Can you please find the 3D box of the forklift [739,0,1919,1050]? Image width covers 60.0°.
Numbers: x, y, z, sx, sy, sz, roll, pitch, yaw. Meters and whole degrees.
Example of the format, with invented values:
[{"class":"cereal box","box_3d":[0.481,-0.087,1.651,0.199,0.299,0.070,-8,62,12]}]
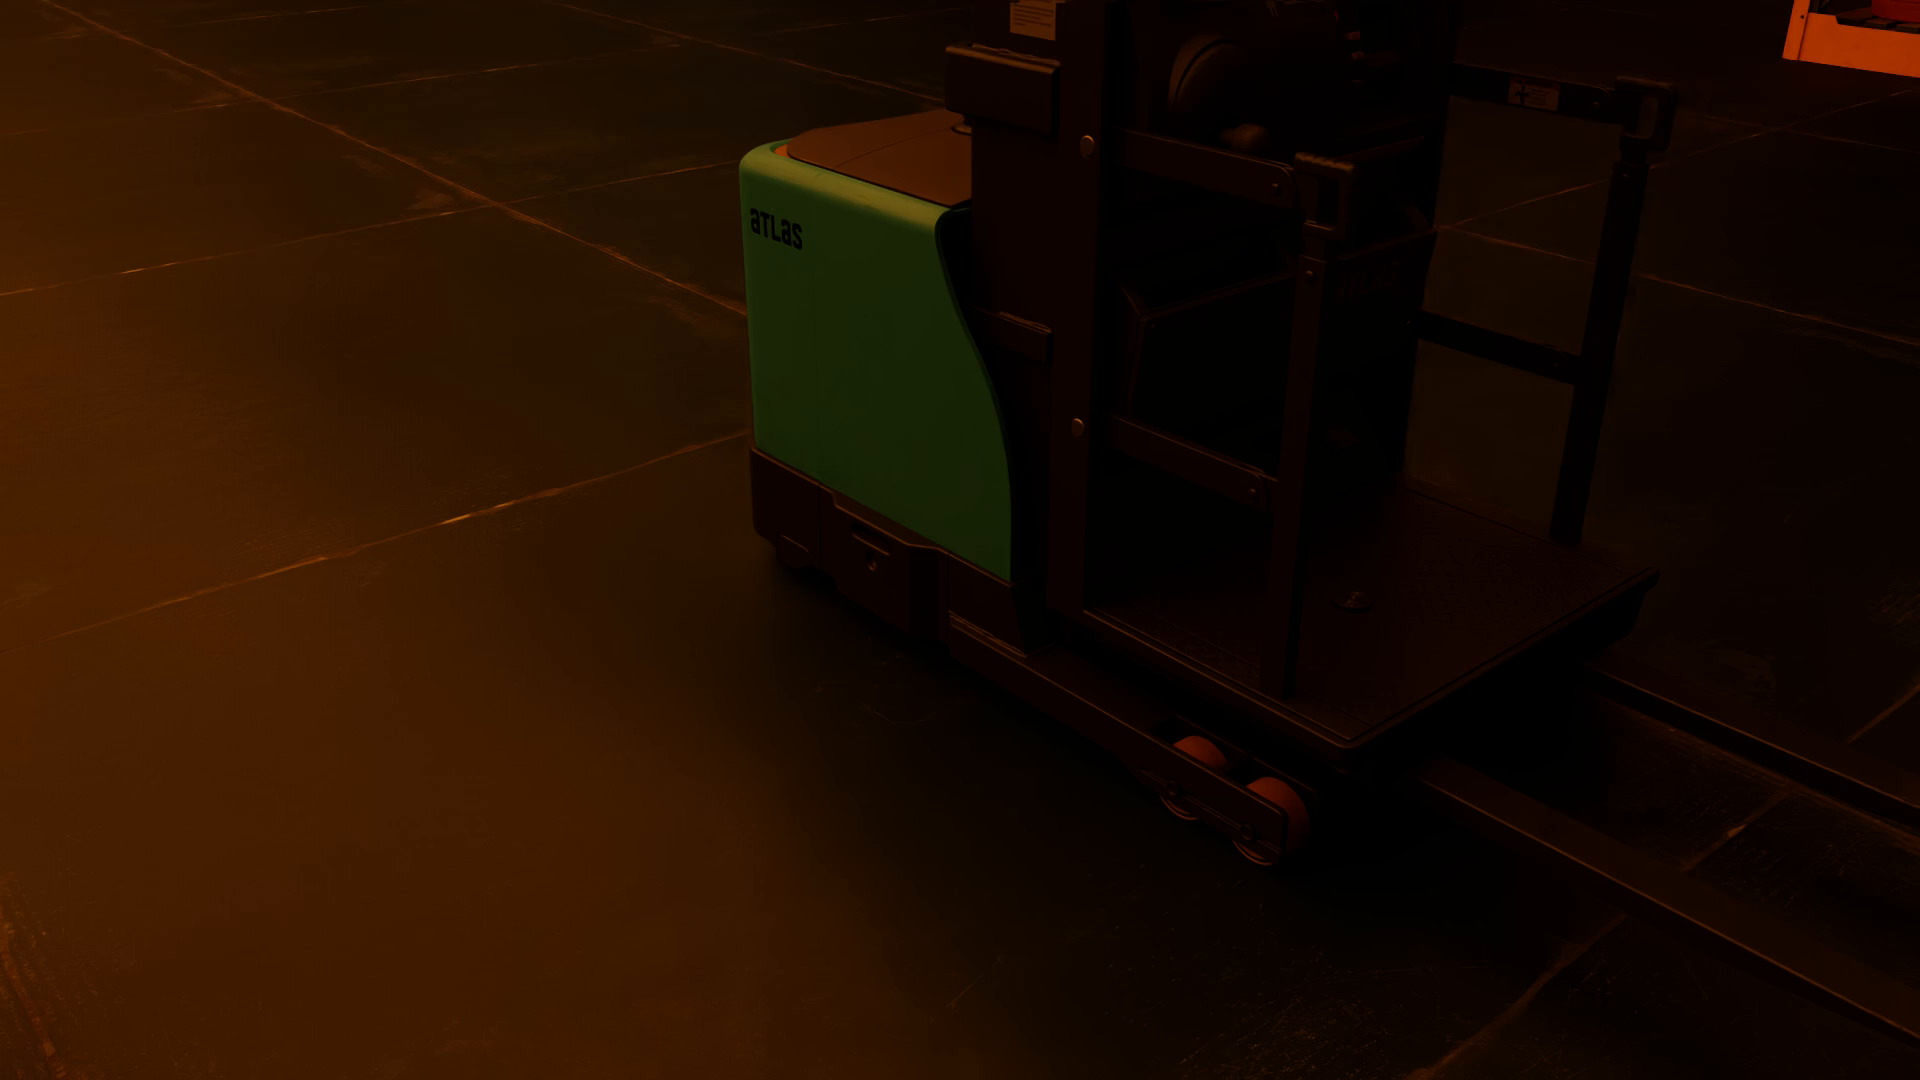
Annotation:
[{"class":"forklift","box_3d":[0.793,-0.937,3.091,1.130,2.935,3.031,-21,33,-36]}]
